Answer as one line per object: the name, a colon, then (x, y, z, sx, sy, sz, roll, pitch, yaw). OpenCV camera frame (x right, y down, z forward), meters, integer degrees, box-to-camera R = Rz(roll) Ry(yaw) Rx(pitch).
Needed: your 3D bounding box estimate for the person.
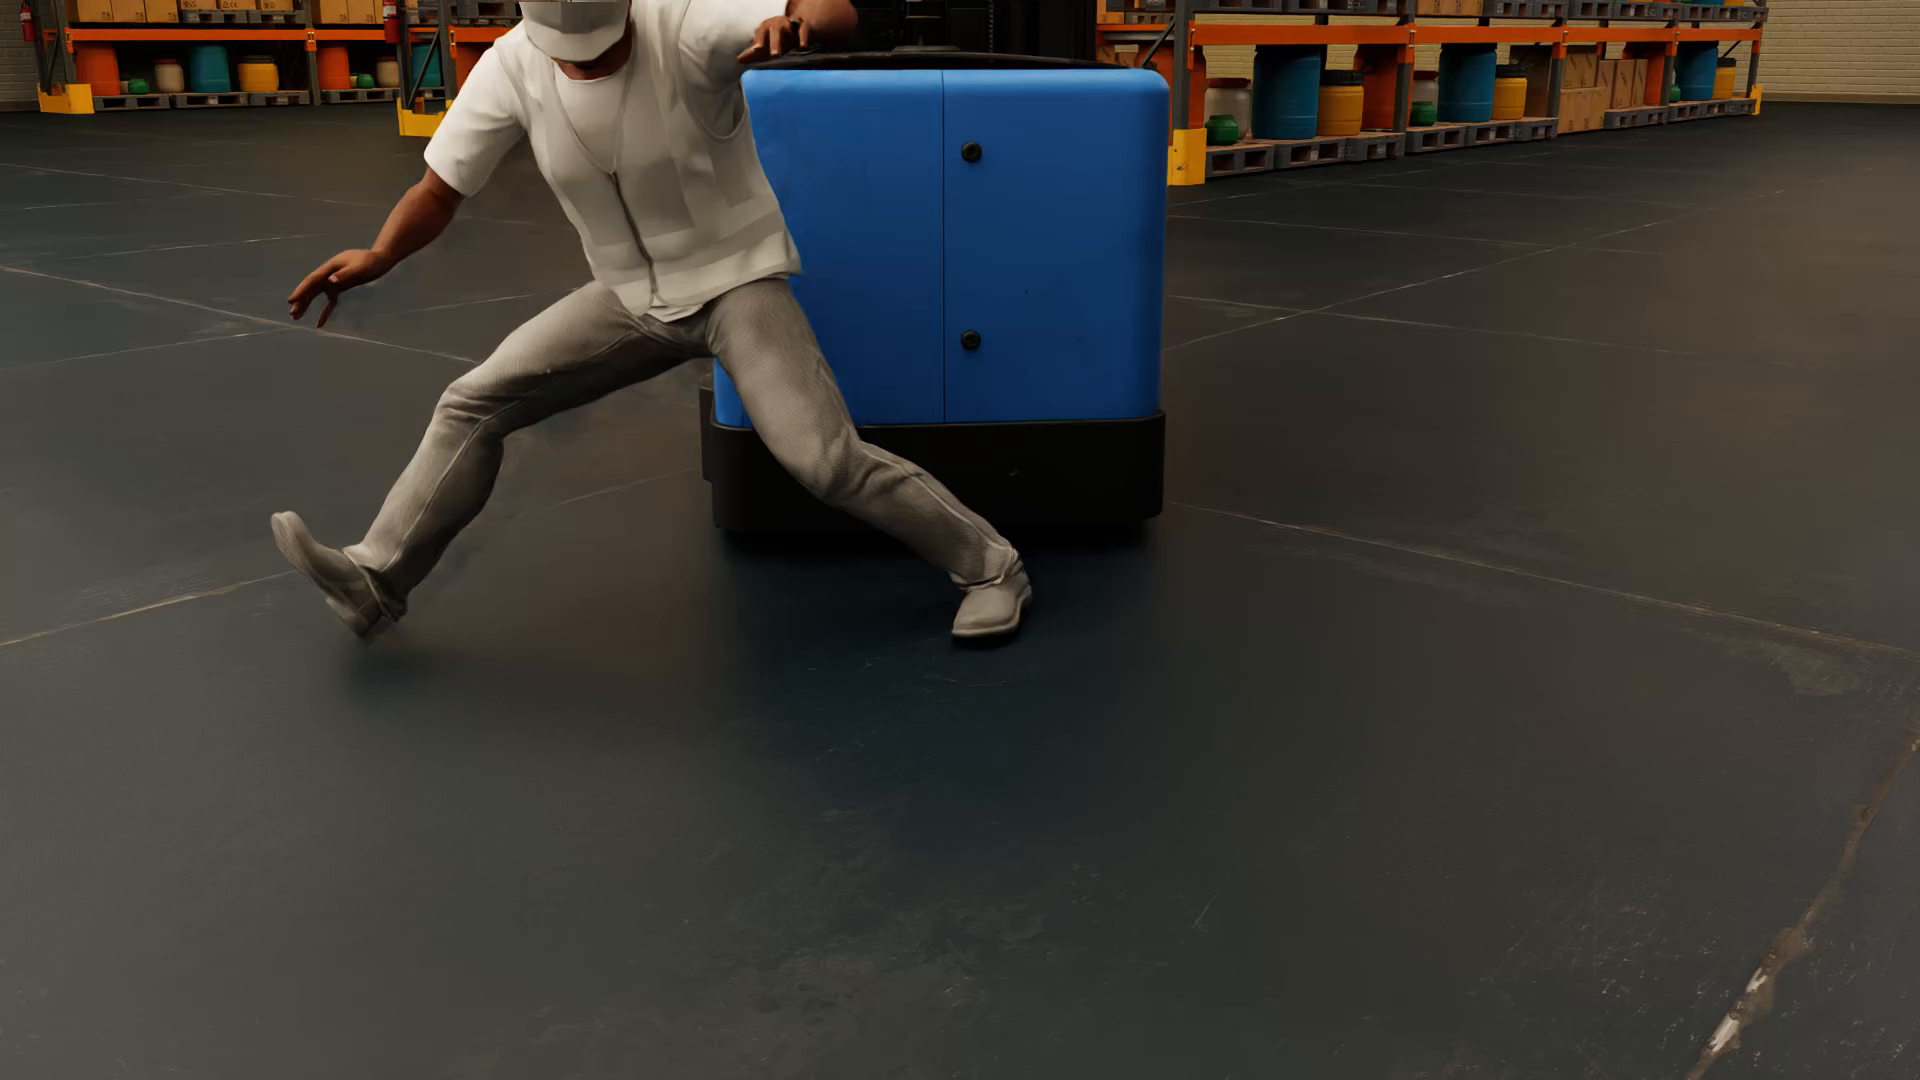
person: (-0.581, -0.481, 3.159, 1.312, 1.378, 0.878, 7, 18, 23)

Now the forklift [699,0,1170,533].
forklift: (-0.202, -1.799, 4.822, 1.130, 2.935, 3.031, -2, 17, -6)
